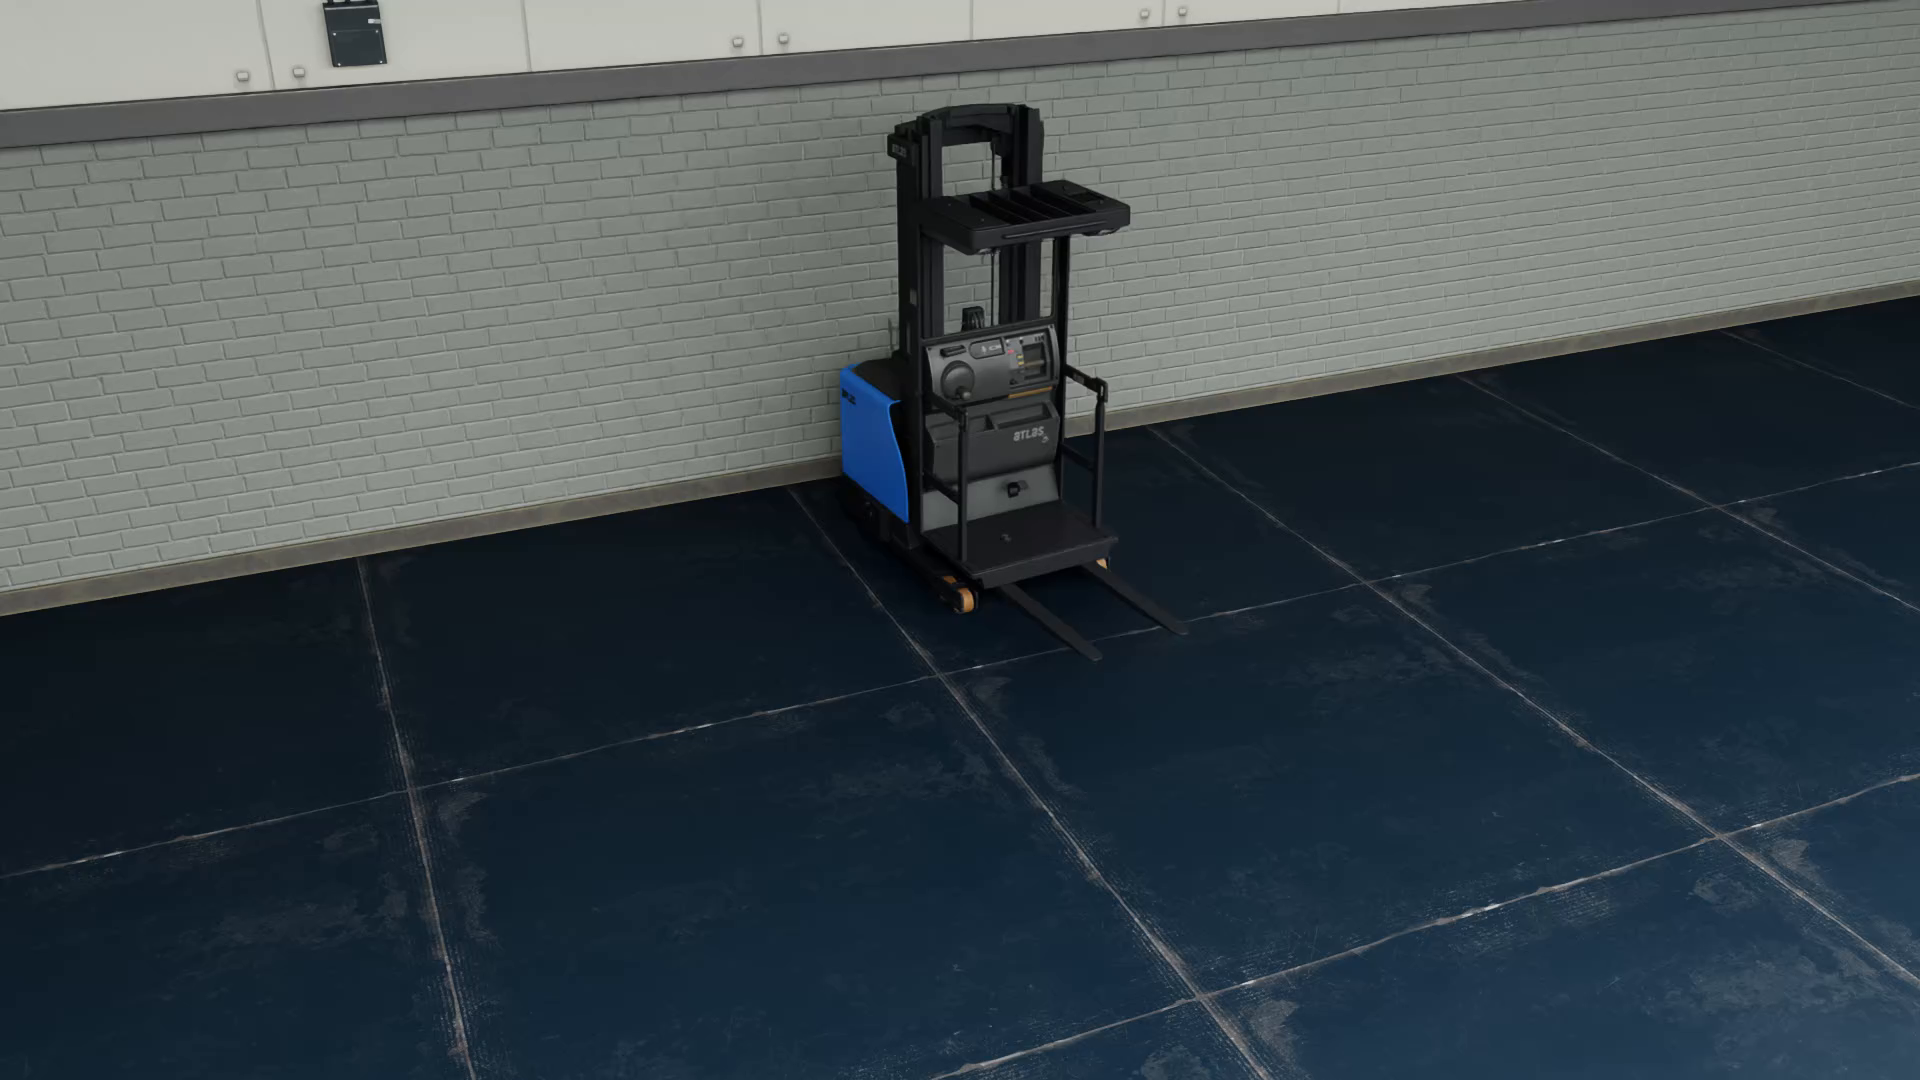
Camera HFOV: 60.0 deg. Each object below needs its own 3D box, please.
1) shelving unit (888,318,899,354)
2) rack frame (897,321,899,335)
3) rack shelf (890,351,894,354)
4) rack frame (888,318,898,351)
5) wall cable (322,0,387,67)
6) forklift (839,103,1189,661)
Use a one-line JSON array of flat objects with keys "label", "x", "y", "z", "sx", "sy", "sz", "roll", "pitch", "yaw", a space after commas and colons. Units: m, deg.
[{"label": "shelving unit", "x": -0.326, "y": -1.020, "z": 12.101, "sx": 0.258, "sy": 1.200, "sz": 0.189, "roll": -11, "pitch": 18, "yaw": -22}, {"label": "rack frame", "x": -0.289, "y": -0.999, "z": 12.020, "sx": 0.240, "sy": 1.200, "sz": 0.006, "roll": -11, "pitch": 18, "yaw": -22}, {"label": "rack shelf", "x": -0.350, "y": -1.322, "z": 12.012, "sx": 0.258, "sy": 0.103, "sz": 0.180, "roll": -11, "pitch": 18, "yaw": -22}, {"label": "rack frame", "x": -0.363, "y": -1.041, "z": 12.182, "sx": 0.240, "sy": 1.200, "sz": 0.006, "roll": -11, "pitch": 18, "yaw": -22}, {"label": "wall cable", "x": -2.653, "y": -5.701, "z": 8.941, "sx": 2.305, "sy": 6.003, "sz": 0.169, "roll": -11, "pitch": 28, "yaw": -21}, {"label": "forklift", "x": 0.316, "y": -1.081, "z": 10.269, "sx": 1.130, "sy": 2.935, "sz": 3.031, "roll": -14, "pitch": 29, "yaw": -26}]
